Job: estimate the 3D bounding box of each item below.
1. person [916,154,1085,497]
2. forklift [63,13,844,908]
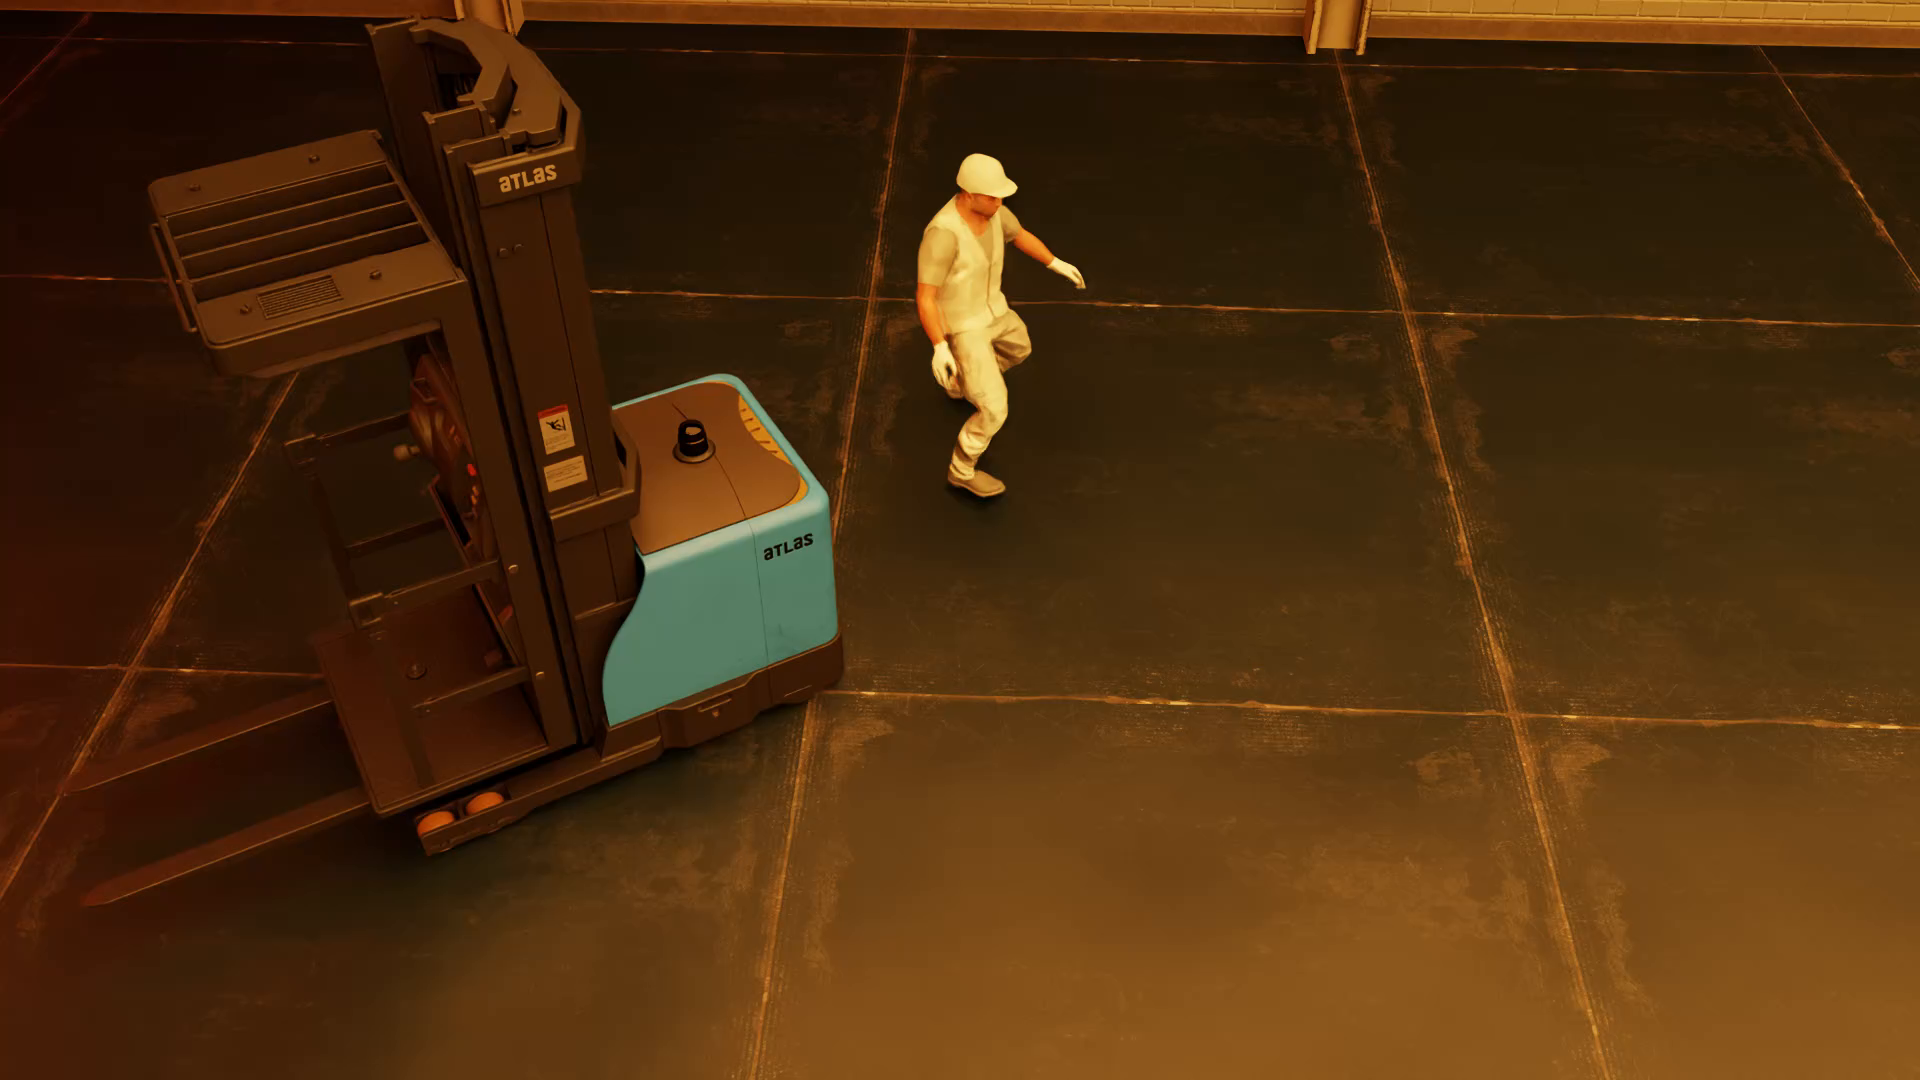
[{"bbox_3d":[0.115,-1.104,7.910,0.727,1.606,0.996,25,48,25],"label":"person"},{"bbox_3d":[-2.043,-0.260,6.027,3.031,2.935,1.130,-20,46,-21],"label":"forklift"}]
